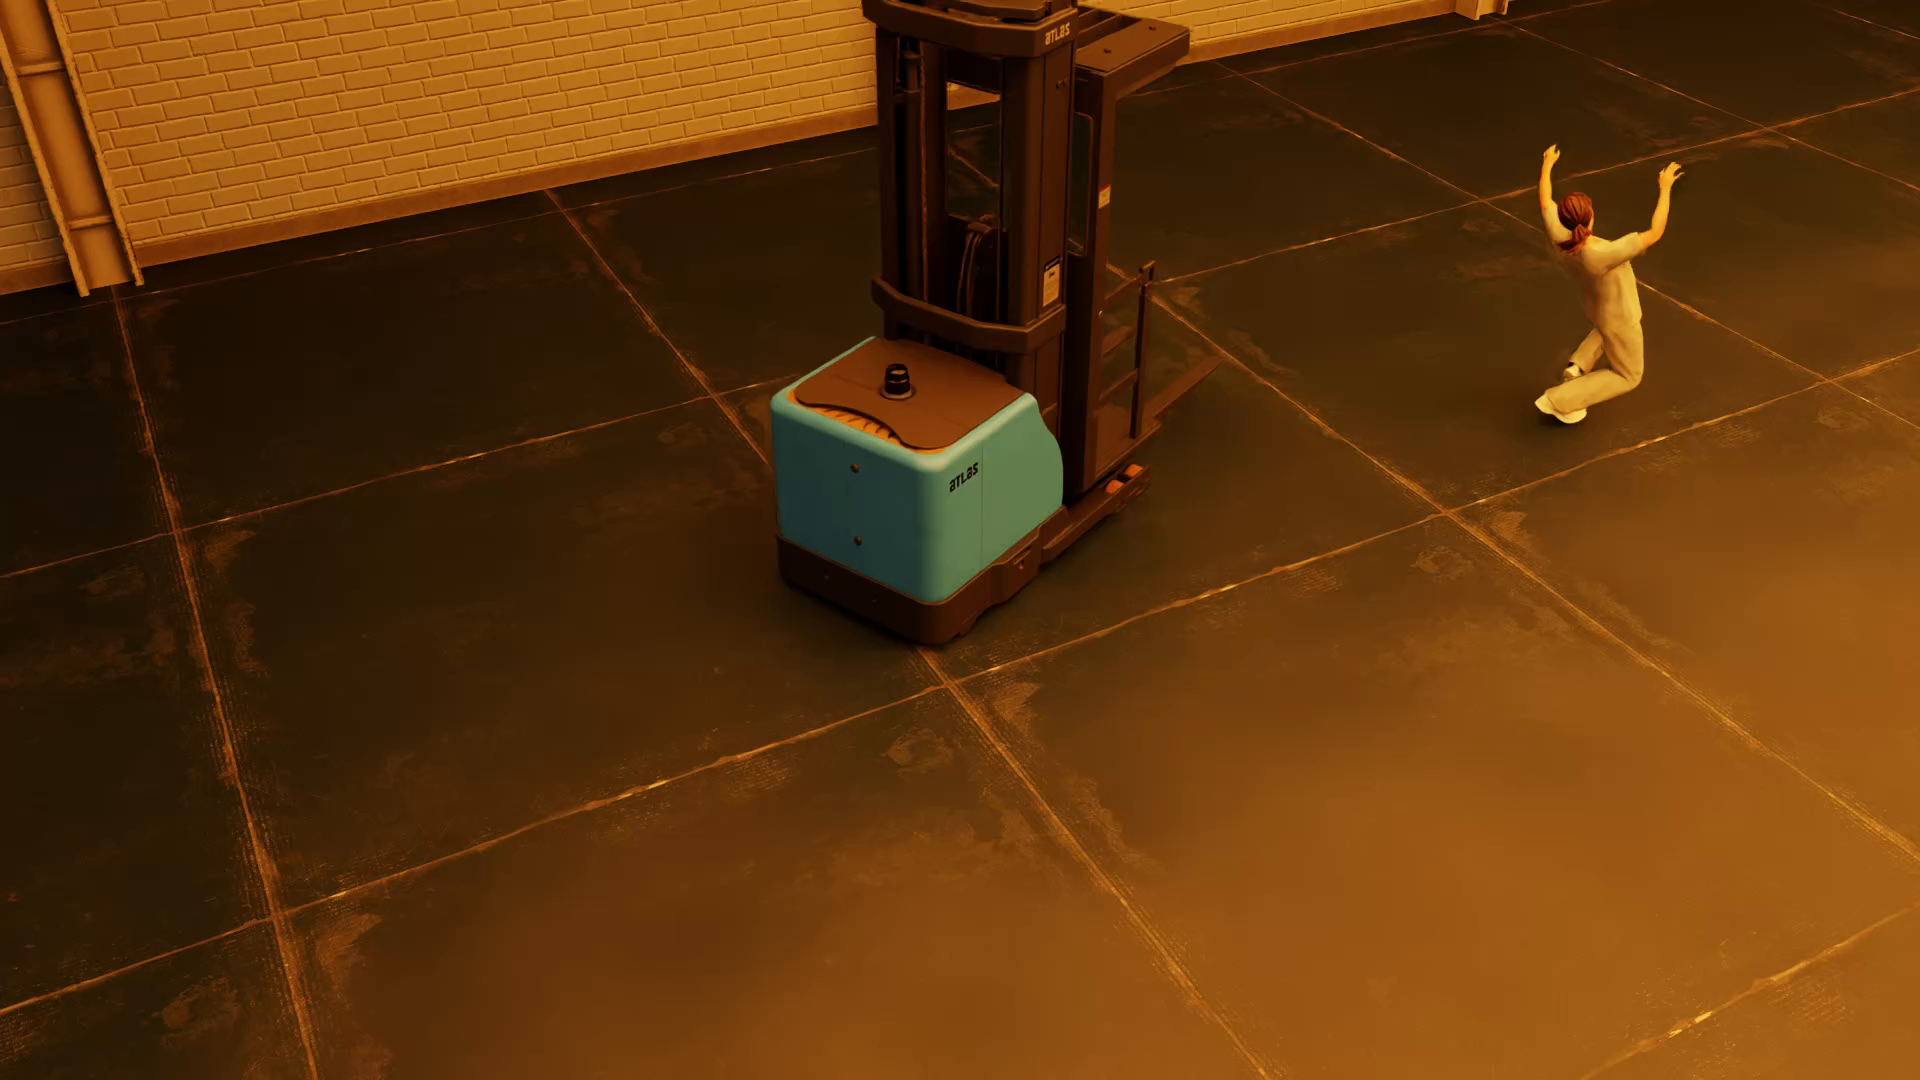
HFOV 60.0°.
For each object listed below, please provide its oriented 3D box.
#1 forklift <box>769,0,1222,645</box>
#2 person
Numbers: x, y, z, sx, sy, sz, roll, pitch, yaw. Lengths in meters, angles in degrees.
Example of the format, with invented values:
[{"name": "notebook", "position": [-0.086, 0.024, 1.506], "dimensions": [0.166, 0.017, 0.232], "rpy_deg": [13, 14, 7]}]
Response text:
[{"name": "forklift", "position": [0.375, -1.500, 8.245], "dimensions": [1.130, 2.935, 3.031], "rpy_deg": [23, 41, 29]}, {"name": "person", "position": [3.560, -1.475, 9.413], "dimensions": [0.777, 1.567, 0.954], "rpy_deg": [-8, 36, -12]}]
